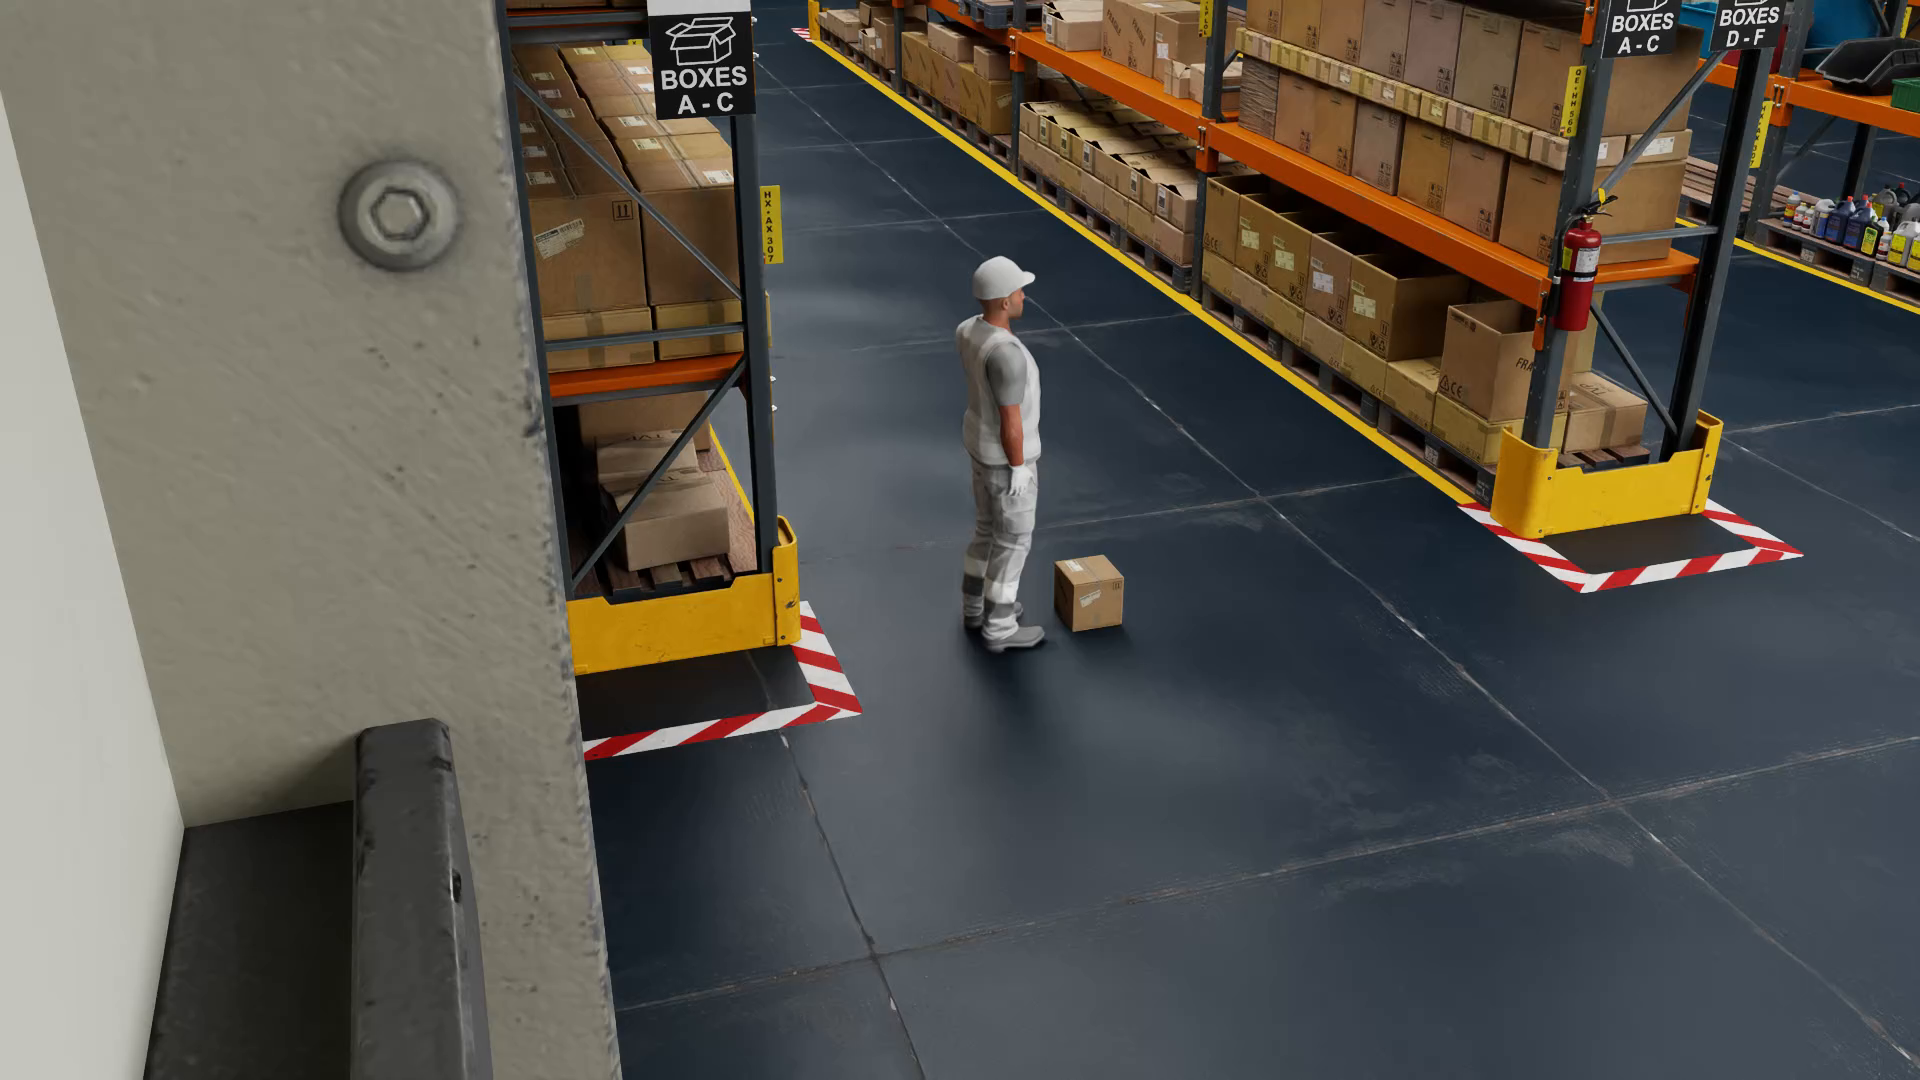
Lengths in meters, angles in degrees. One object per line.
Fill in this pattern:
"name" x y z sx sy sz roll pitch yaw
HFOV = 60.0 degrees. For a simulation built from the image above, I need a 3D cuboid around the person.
"person" 0.184 -0.382 7.366 0.341 1.787 0.523 -8 27 -17
